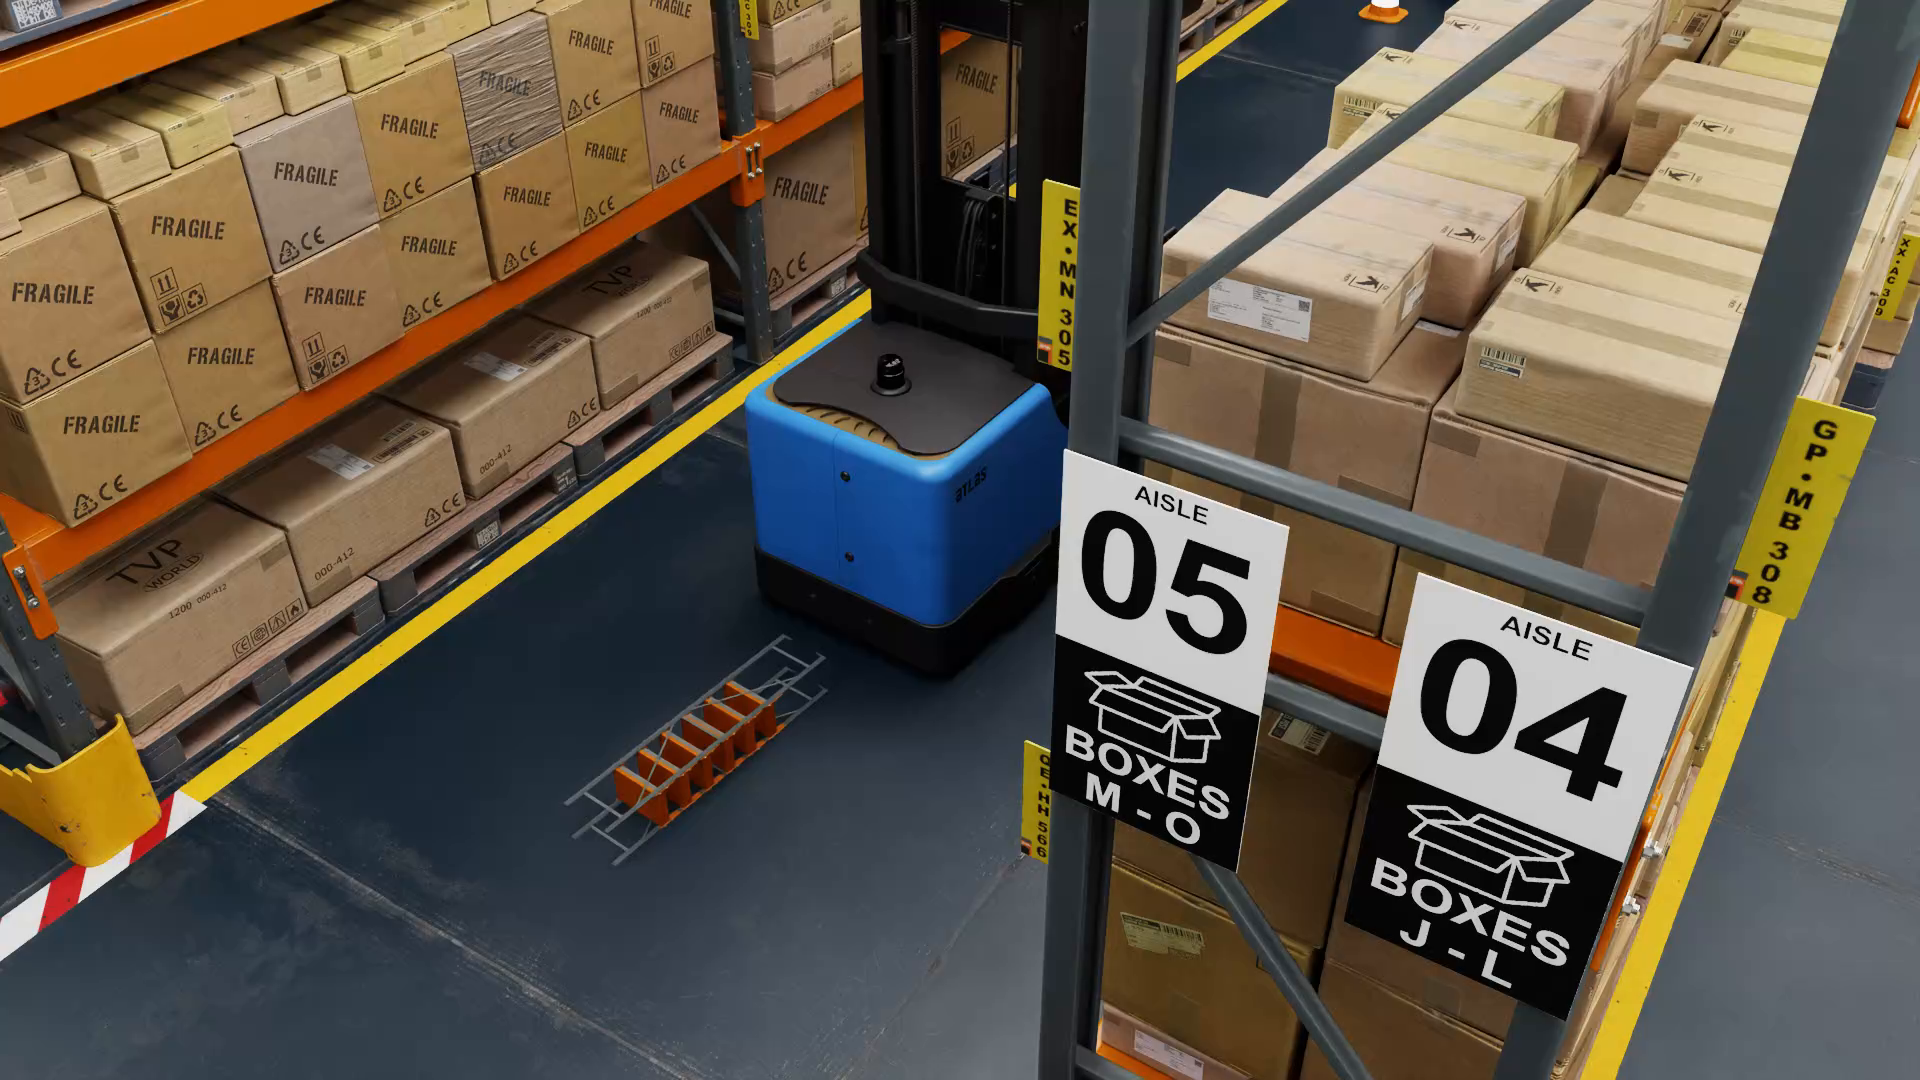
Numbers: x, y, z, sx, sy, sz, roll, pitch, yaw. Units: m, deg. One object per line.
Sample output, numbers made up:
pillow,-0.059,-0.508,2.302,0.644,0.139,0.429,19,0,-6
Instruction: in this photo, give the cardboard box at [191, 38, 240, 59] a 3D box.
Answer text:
cardboard box,-2.944,-1.867,6.283,0.380,0.149,0.250,22,43,26

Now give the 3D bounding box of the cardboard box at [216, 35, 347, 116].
cardboard box,-2.473,-1.697,6.063,0.380,0.149,0.250,22,43,26

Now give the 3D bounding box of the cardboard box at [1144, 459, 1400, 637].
cardboard box,0.650,-0.131,3.129,0.500,0.250,0.500,20,42,24

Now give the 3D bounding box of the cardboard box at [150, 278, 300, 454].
cardboard box,-2.857,-0.711,6.134,0.500,0.500,0.500,21,42,25

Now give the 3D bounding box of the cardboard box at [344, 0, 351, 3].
cardboard box,-2.492,-2.250,6.780,0.380,0.149,0.250,21,42,25

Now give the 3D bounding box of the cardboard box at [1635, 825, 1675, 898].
cardboard box,2.295,1.067,5.901,0.380,0.149,0.250,21,42,25

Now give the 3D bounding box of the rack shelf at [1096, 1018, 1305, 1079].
rack shelf,1.701,0.573,5.140,1.077,0.370,4.000,21,42,25

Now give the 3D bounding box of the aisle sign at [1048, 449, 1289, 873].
aisle sign,0.337,0.229,2.867,0.394,0.787,0.004,21,42,25

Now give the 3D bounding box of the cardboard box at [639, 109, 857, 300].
cardboard box,-1.197,-1.981,9.259,0.875,0.875,0.875,23,43,26

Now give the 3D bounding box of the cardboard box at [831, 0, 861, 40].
cardboard box,-0.732,-2.862,8.719,0.500,0.250,0.500,22,43,26

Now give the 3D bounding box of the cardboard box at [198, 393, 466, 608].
cardboard box,-2.852,-0.247,7.369,0.875,0.438,0.875,22,43,26

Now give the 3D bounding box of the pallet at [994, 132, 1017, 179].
pallet,0.195,-2.886,11.321,1.003,0.211,1.213,21,42,25

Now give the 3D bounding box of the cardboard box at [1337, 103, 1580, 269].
cardboard box,0.911,-0.661,3.080,0.380,0.149,0.250,20,42,24

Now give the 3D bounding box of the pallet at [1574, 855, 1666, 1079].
pallet,1.790,1.350,5.825,1.003,0.211,1.213,21,42,25

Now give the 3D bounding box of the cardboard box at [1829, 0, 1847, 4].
cardboard box,2.046,-1.165,3.734,0.380,0.149,0.250,20,42,24

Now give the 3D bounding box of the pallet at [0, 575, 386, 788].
pallet,-3.242,0.418,7.035,1.003,0.211,1.213,21,42,25

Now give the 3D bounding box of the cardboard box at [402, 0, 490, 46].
cardboard box,-2.096,-2.102,6.587,0.380,0.149,0.250,20,42,24

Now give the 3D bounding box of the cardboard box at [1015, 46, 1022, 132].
cardboard box,0.241,-3.368,11.059,0.875,0.875,0.875,21,42,25

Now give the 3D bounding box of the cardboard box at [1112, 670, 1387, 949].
cardboard box,0.664,0.448,3.567,0.500,0.500,0.500,20,42,24

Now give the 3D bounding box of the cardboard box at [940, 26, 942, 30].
cardboard box,-0.439,-2.918,9.201,0.500,0.250,0.500,21,42,25

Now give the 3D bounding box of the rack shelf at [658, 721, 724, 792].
rack shelf,-1.055,0.840,6.501,0.258,0.180,0.103,25,45,29

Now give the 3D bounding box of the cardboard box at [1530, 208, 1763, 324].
cardboard box,1.147,-0.384,2.721,0.380,0.149,0.250,23,43,27

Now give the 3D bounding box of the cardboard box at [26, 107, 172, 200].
cardboard box,-2.864,-1.288,5.532,0.380,0.149,0.250,23,43,26

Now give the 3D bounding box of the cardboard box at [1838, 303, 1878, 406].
cardboard box,2.752,-0.559,5.693,0.500,0.500,0.500,21,42,25

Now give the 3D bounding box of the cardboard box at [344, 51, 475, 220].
cardboard box,-2.300,-1.632,6.510,0.500,0.500,0.500,21,42,25

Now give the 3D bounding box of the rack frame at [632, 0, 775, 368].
rack frame,-1.462,-2.310,8.290,1.000,3.000,0.127,21,42,25

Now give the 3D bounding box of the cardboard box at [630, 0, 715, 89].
cardboard box,-1.481,-2.412,7.522,0.500,0.500,0.500,21,42,25

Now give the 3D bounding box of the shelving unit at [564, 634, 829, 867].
shelving unit,-1.009,0.803,6.548,0.258,0.189,1.200,25,45,29

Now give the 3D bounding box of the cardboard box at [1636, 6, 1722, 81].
cardboard box,1.491,-1.112,3.992,0.500,0.250,0.500,19,42,23

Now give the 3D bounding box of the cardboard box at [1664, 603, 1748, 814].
cardboard box,1.359,0.359,3.684,0.500,0.500,0.500,22,43,26

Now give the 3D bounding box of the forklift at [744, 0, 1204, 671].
forklift,0.354,-1.473,7.261,1.130,2.935,3.031,23,43,27

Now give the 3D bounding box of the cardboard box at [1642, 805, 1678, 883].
cardboard box,2.165,0.949,5.566,0.380,0.149,0.250,20,42,24

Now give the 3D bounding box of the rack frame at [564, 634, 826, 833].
rack frame,-1.010,0.731,6.492,0.240,0.006,1.200,25,45,29

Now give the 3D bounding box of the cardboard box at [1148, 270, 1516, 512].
cardboard box,0.661,-0.328,2.976,0.500,0.250,0.500,20,42,24

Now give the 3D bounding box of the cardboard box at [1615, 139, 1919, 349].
cardboard box,1.643,-0.675,3.425,0.500,0.250,0.500,22,43,26

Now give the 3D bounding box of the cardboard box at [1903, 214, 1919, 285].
cardboard box,3.372,-1.098,6.093,0.380,0.149,0.250,23,43,27

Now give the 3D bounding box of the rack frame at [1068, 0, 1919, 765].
rack frame,0.629,-1.057,1.751,1.000,3.000,0.127,21,42,25

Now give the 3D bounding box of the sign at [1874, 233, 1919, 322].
sign,3.235,-0.913,5.768,0.100,0.325,0.005,21,42,25

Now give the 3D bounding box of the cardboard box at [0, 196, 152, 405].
cardboard box,-3.107,-0.838,5.480,0.500,0.500,0.500,20,42,24

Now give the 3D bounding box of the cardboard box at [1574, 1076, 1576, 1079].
cardboard box,1.607,1.603,4.961,0.380,0.149,0.250,23,43,26

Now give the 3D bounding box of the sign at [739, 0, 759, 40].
sign,-0.992,-2.504,7.767,0.100,0.325,0.005,21,42,25

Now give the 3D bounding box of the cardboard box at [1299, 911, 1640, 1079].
cardboard box,1.103,1.020,3.644,0.500,0.500,0.500,23,43,27

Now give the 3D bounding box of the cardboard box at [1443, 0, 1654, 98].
cardboard box,1.272,-1.083,3.628,0.380,0.149,0.250,22,43,26

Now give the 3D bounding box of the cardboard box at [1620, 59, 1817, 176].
cardboard box,1.534,-0.792,3.251,0.380,0.149,0.250,22,43,26

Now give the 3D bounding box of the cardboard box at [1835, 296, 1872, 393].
cardboard box,2.190,-0.438,4.717,0.500,0.500,0.500,22,43,26

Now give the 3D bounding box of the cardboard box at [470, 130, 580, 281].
cardboard box,-2.022,-1.496,7.152,0.500,0.500,0.500,21,42,24

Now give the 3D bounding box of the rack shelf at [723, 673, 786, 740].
rack shelf,-0.835,0.664,6.725,0.258,0.180,0.103,25,45,29

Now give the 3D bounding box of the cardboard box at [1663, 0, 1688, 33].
cardboard box,1.538,-1.356,3.982,0.380,0.149,0.250,20,42,24

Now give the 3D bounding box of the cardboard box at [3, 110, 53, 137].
cardboard box,-3.398,-1.491,5.795,0.380,0.149,0.250,21,42,25
